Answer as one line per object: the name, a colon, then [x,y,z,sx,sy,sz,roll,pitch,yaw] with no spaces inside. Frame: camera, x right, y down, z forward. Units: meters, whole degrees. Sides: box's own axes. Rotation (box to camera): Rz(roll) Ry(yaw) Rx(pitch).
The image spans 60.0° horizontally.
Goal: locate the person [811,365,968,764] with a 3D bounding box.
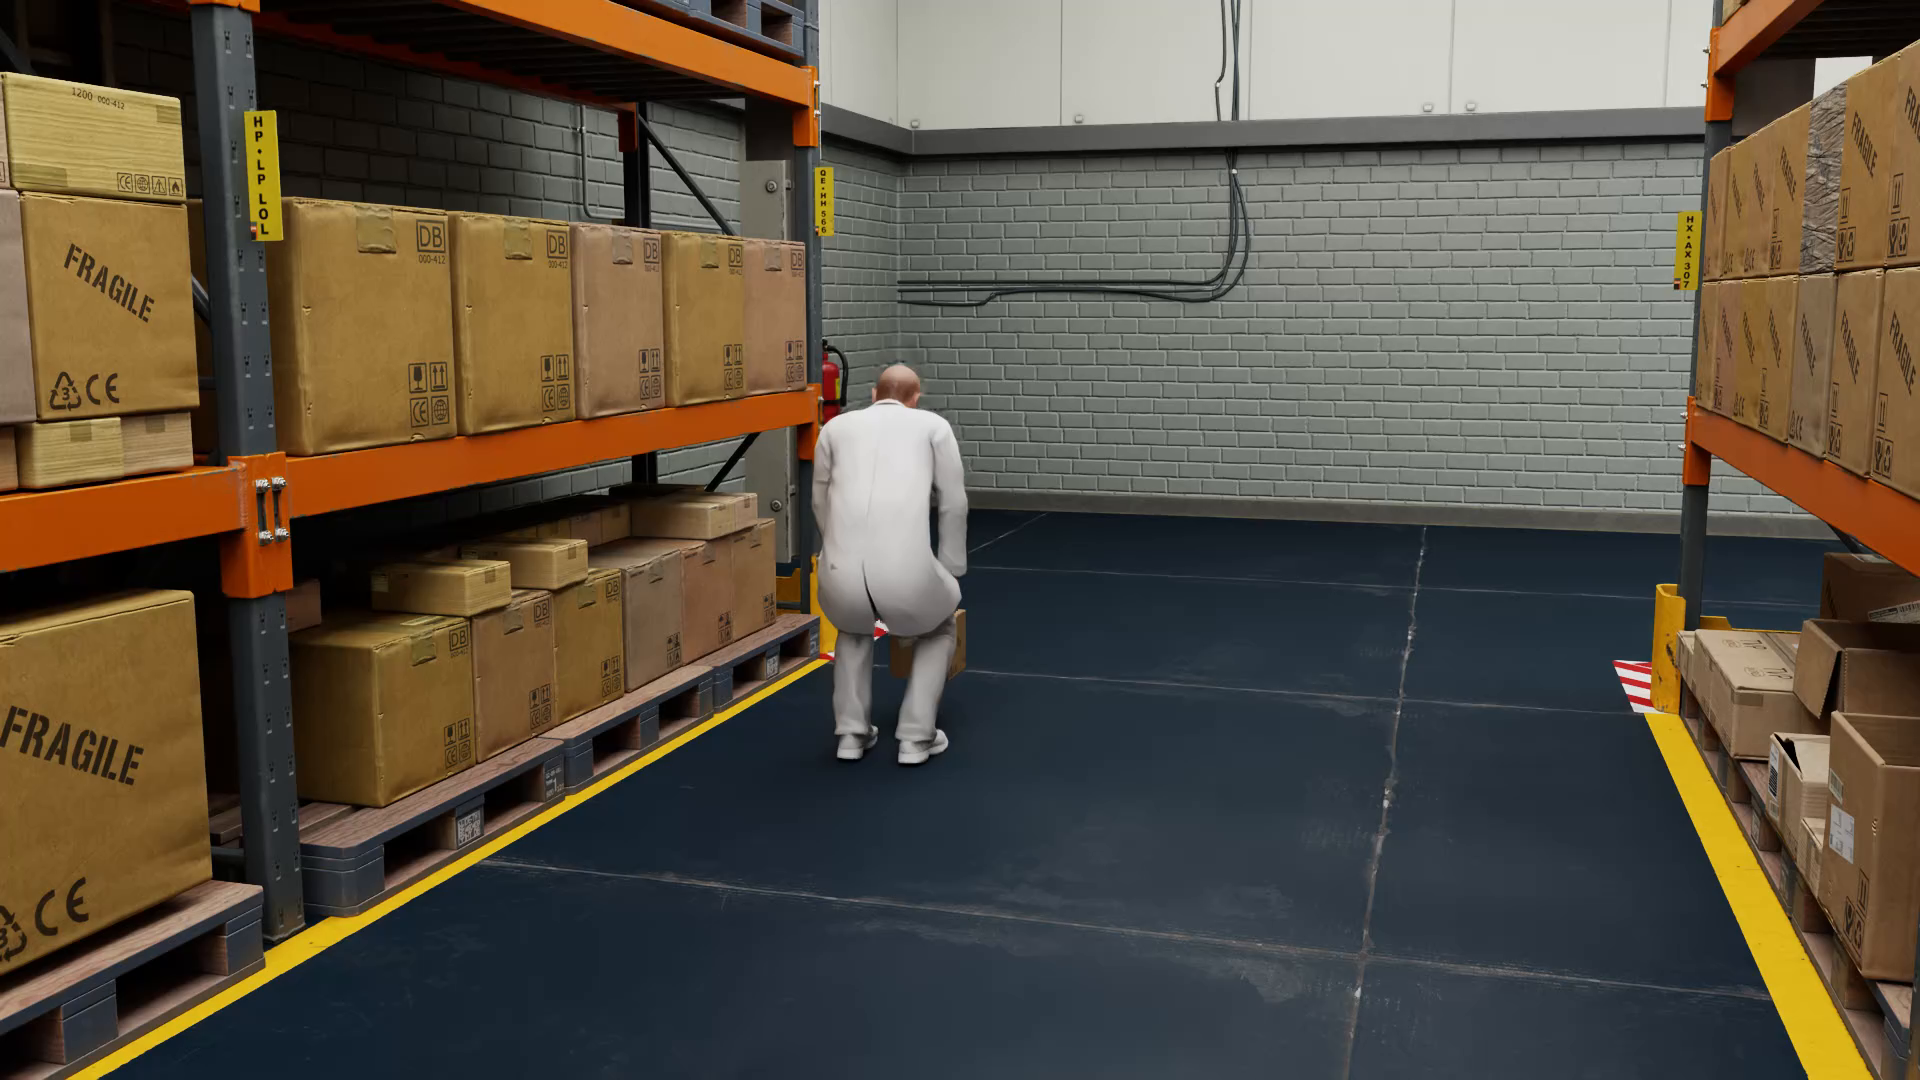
person: [-0.296,0.084,6.354,0.631,1.483,0.680,2,8,16]
